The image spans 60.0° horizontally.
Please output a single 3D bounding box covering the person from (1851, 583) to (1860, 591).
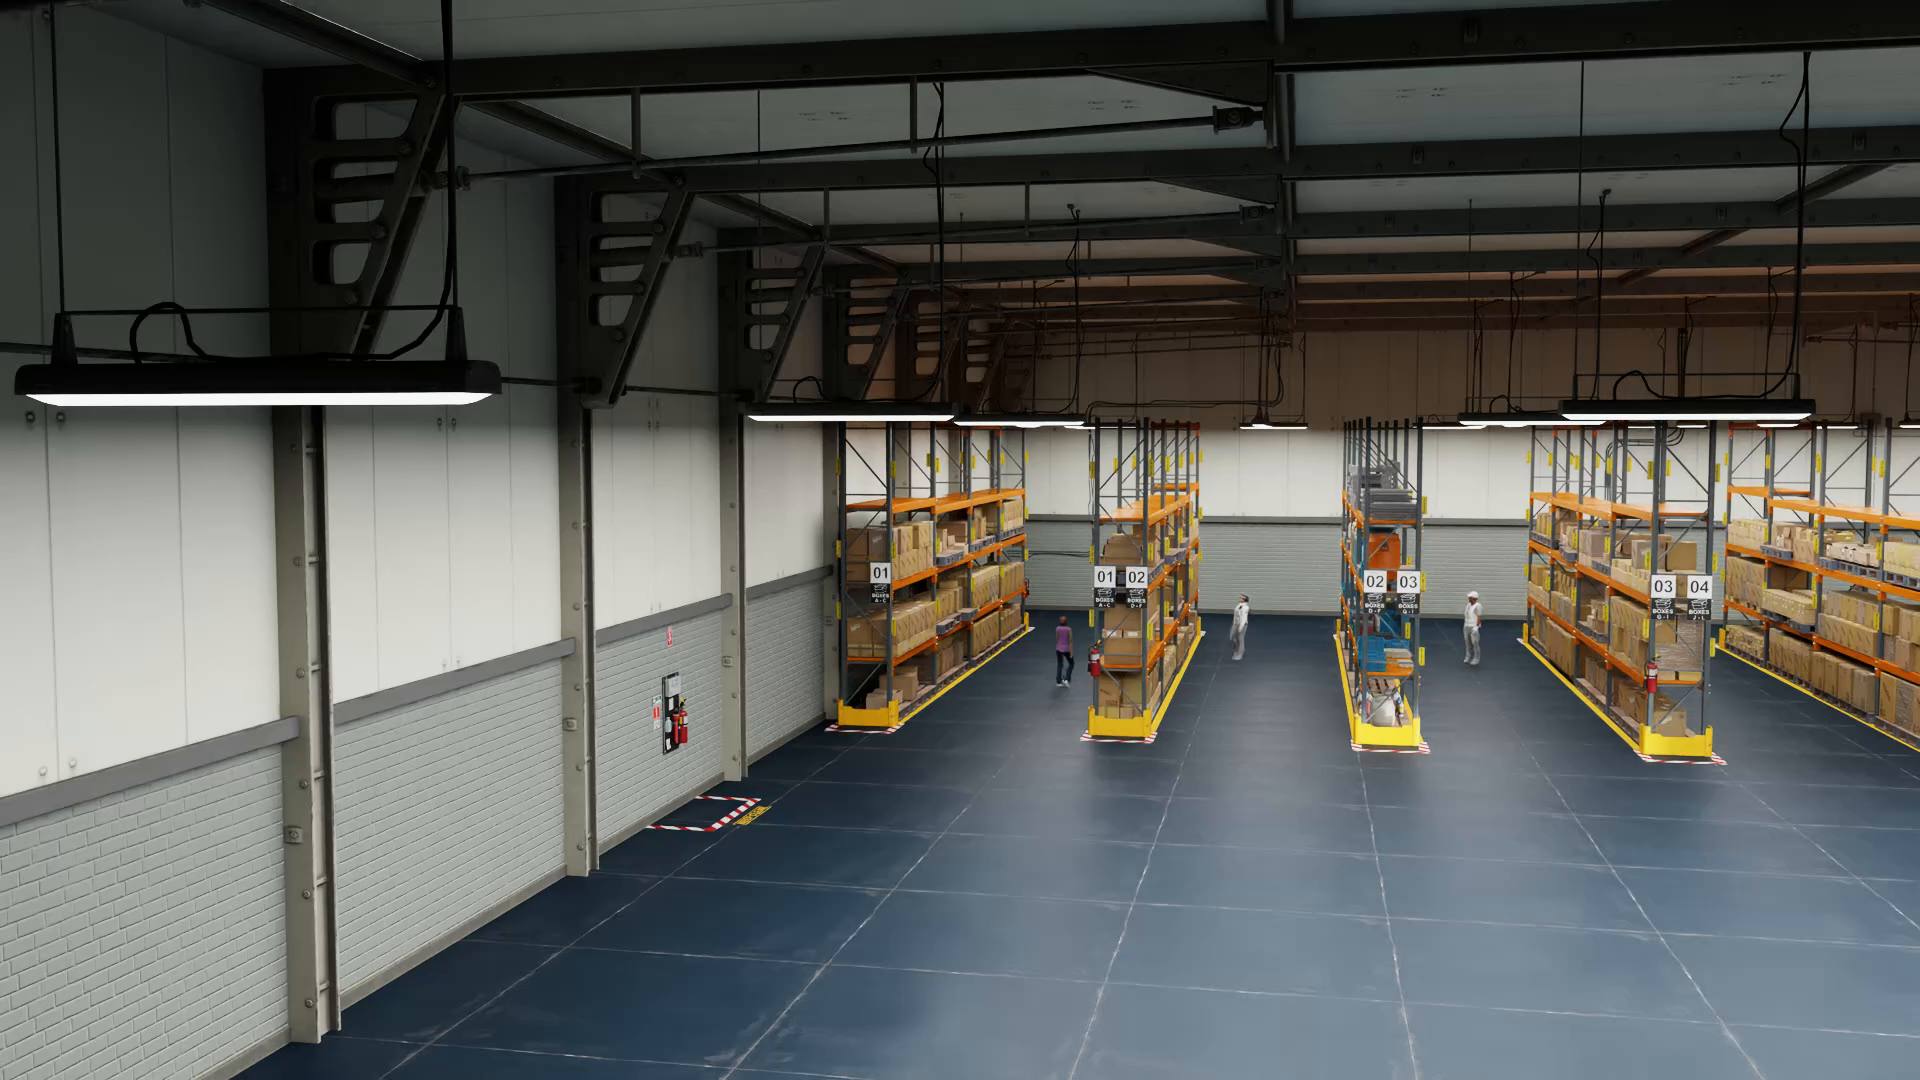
[{"bbox_3d":[24.292,1.952,45.209,0.445,1.660,0.448,0,4,5],"label":"person"}]

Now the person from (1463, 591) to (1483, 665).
[{"bbox_3d":[12.675,2.170,41.141,0.402,1.801,0.592,-2,4,-27],"label":"person"}]

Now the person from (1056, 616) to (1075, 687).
[{"bbox_3d":[2.350,2.515,37.275,0.485,1.632,0.437,3,5,42],"label":"person"}]

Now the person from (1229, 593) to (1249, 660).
[{"bbox_3d":[7.074,2.172,41.953,0.458,1.704,0.497,-3,5,-36],"label":"person"}]
